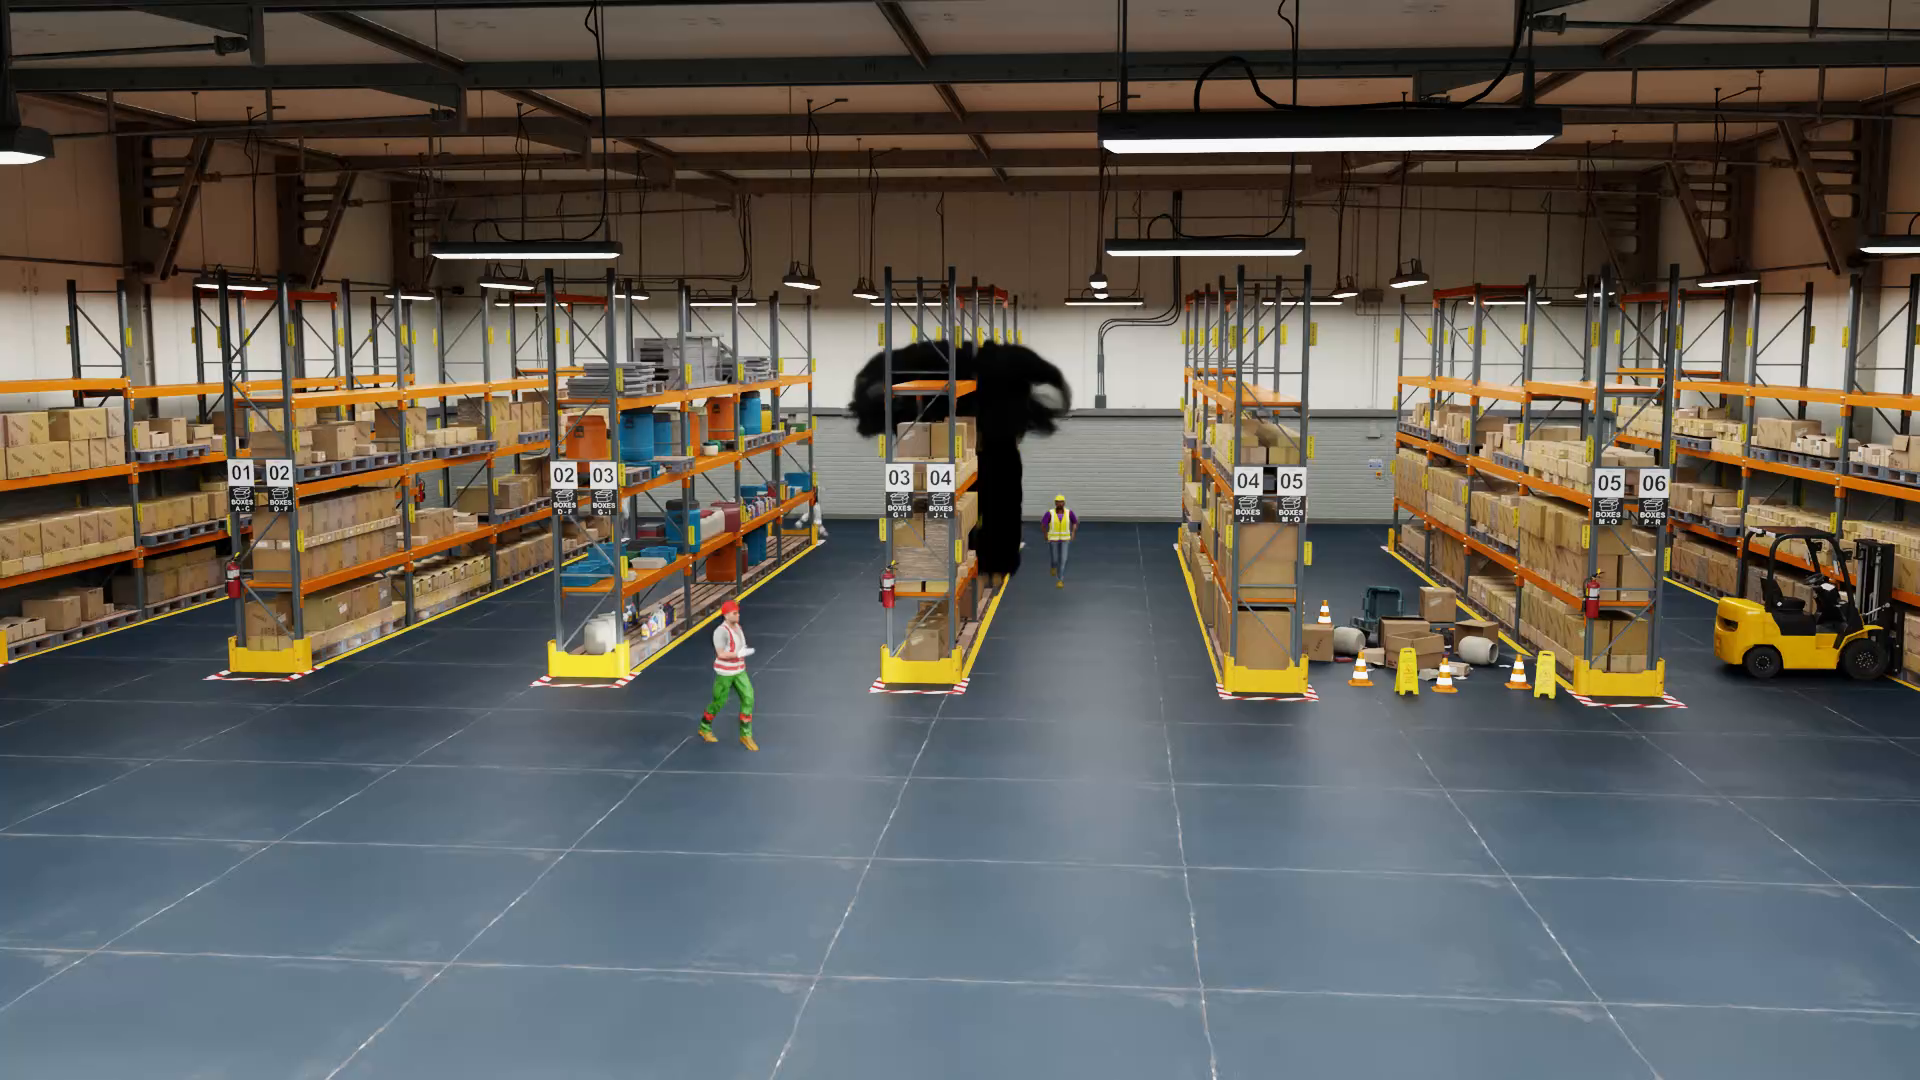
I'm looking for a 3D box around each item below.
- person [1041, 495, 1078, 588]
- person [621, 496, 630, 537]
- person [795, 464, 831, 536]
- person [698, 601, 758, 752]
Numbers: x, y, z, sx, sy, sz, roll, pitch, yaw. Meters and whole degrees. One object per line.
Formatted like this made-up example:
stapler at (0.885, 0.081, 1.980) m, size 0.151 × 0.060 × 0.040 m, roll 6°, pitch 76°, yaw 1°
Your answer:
person at (1.902, 0.011, 31.724) m, size 0.711 × 1.758 × 0.738 m, roll 0°, pitch 7°, yaw -2°
person at (-8.485, -0.935, 41.886) m, size 0.717 × 1.831 × 0.657 m, roll 3°, pitch 8°, yaw 26°
person at (-3.739, -1.021, 42.147) m, size 0.983 × 1.805 × 0.651 m, roll 2°, pitch 7°, yaw 12°
person at (-2.819, 1.647, 20.288) m, size 0.886 × 1.840 × 0.646 m, roll 4°, pitch 8°, yaw 31°
